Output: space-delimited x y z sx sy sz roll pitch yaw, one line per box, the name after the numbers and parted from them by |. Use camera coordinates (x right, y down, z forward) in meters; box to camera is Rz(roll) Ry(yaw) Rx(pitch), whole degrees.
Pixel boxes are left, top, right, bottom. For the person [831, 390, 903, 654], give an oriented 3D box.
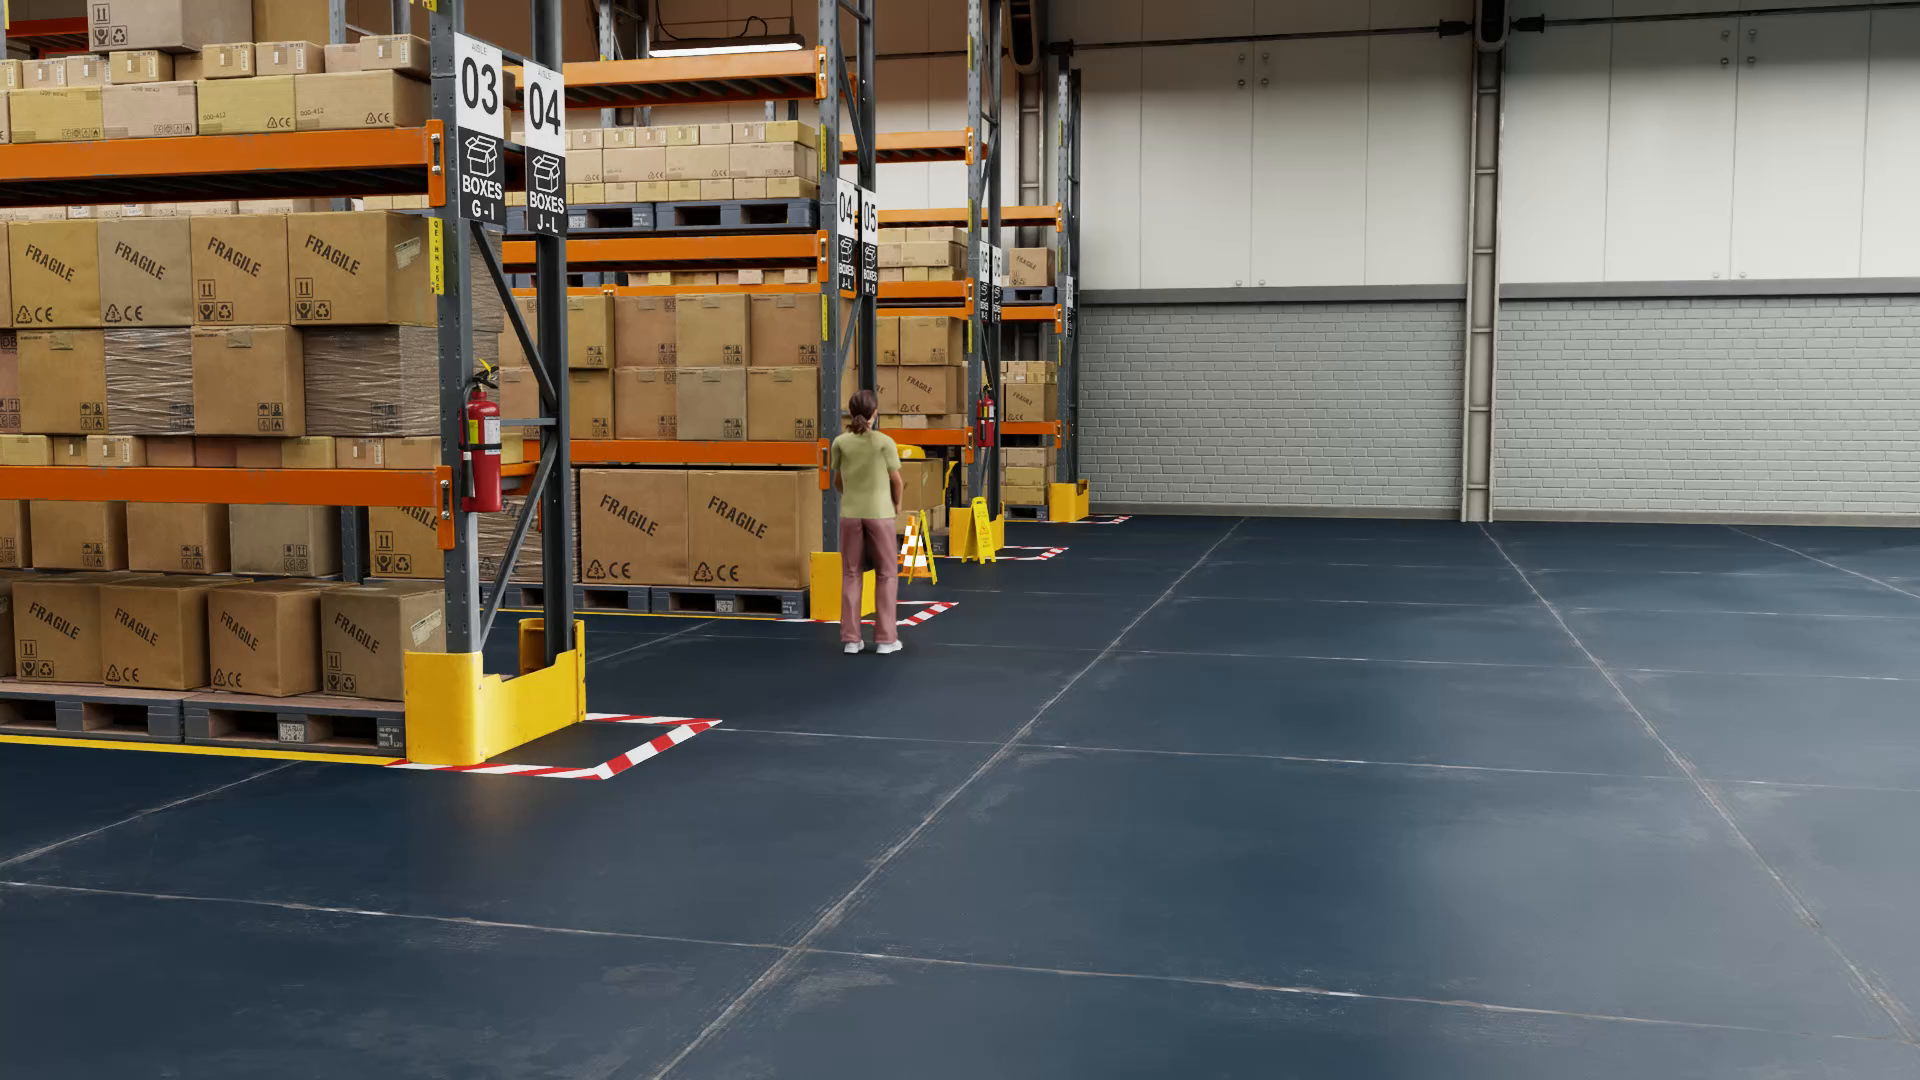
-0.579 -0.119 10.621 0.456 1.673 0.511 1 5 13 | person
